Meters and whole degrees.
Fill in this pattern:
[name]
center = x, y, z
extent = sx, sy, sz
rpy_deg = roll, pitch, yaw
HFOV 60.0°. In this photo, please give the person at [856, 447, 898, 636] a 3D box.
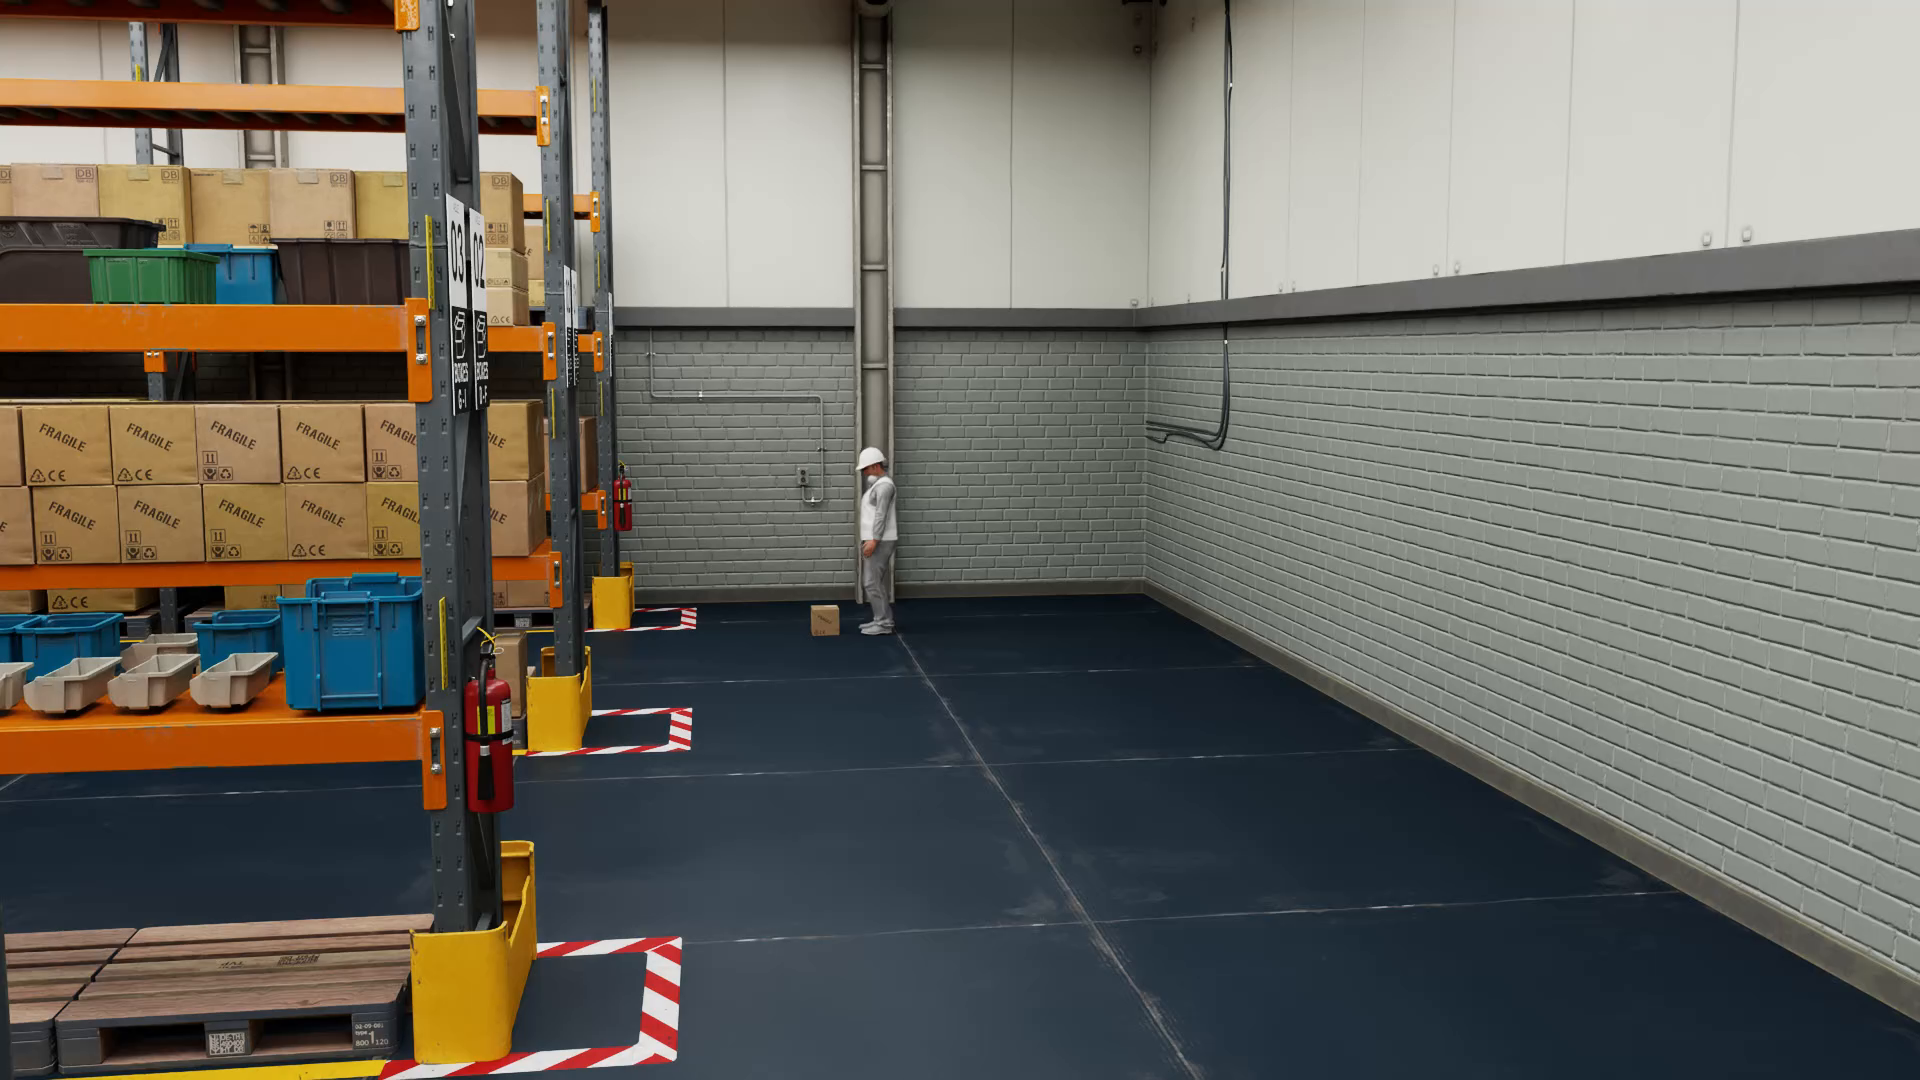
[person]
center = -0.783, 0.007, 15.634
extent = 0.389, 1.756, 0.540
rpy_deg = -1, 6, -8
